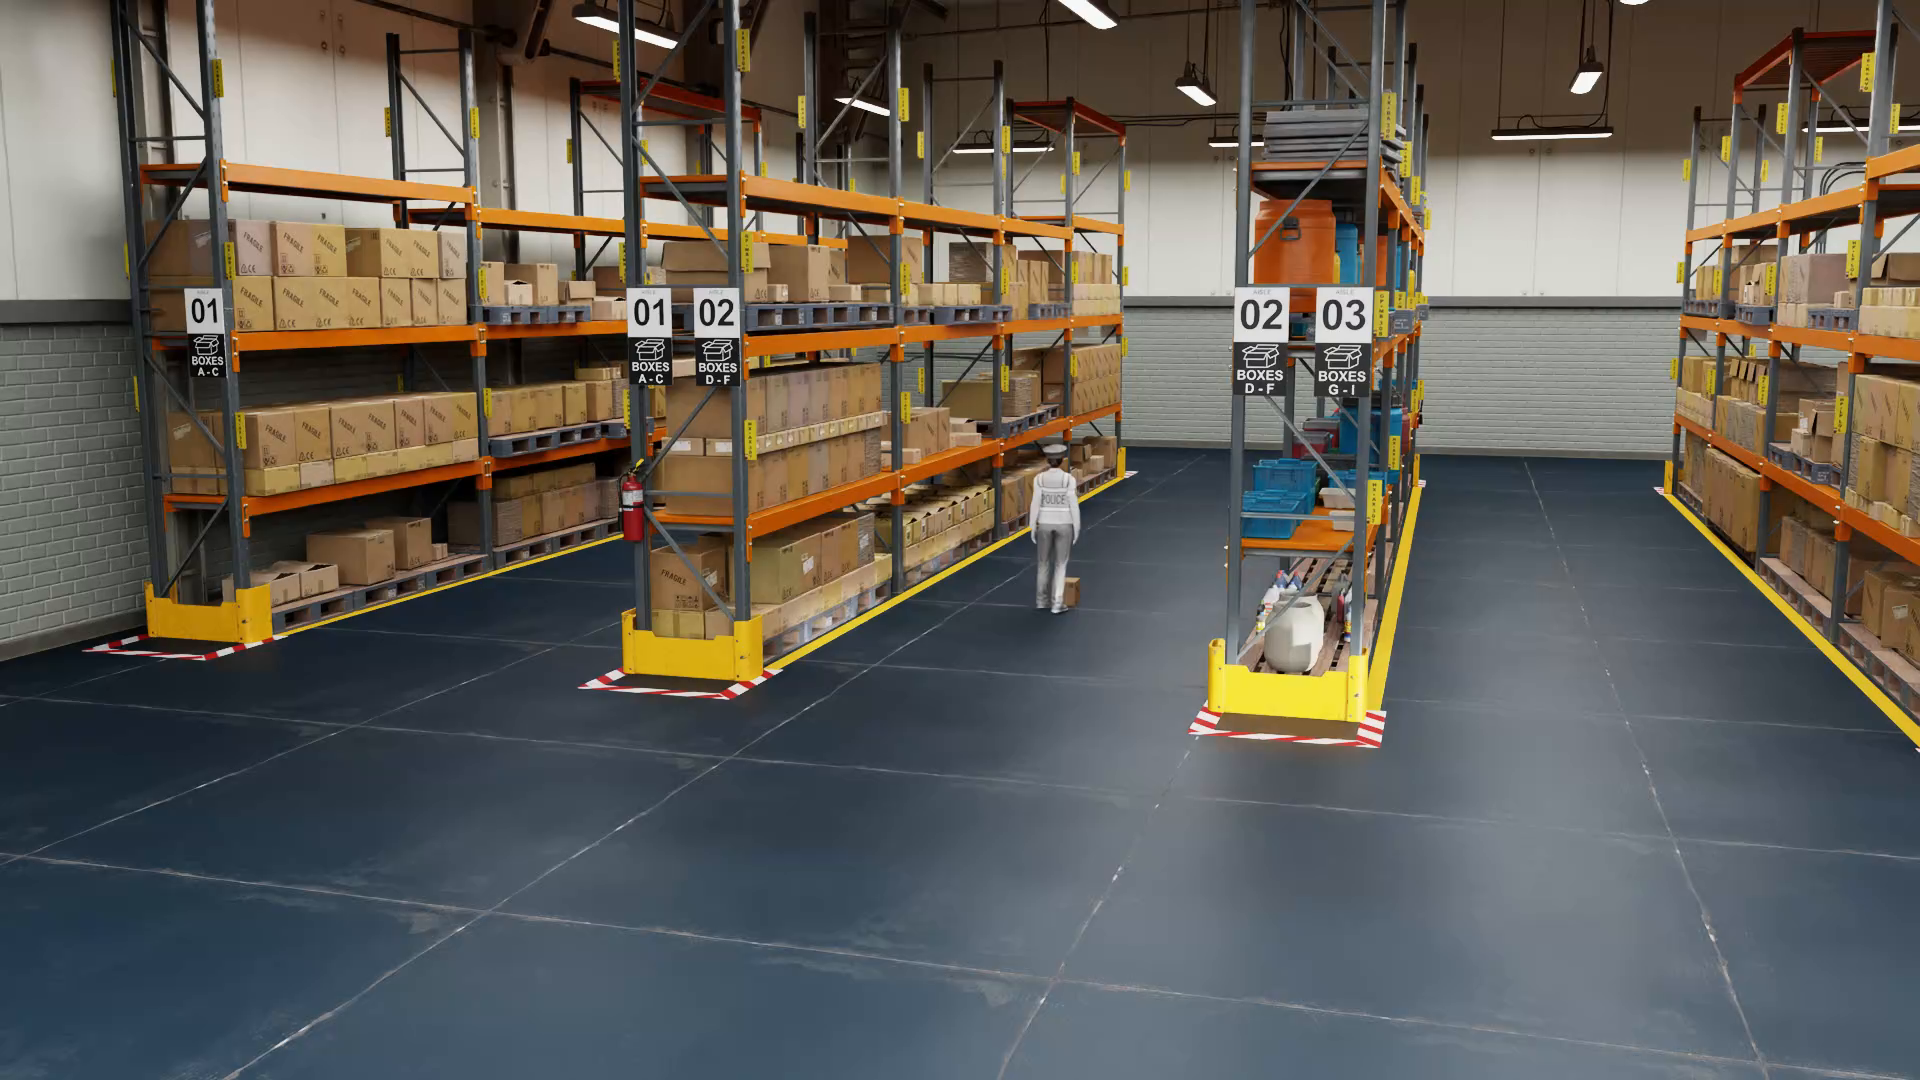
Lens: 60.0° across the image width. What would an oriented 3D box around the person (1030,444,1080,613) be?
[{"bbox_3d":[0.965,-0.117,16.584,0.506,1.688,0.456,2,9,16],"label":"person"}]
